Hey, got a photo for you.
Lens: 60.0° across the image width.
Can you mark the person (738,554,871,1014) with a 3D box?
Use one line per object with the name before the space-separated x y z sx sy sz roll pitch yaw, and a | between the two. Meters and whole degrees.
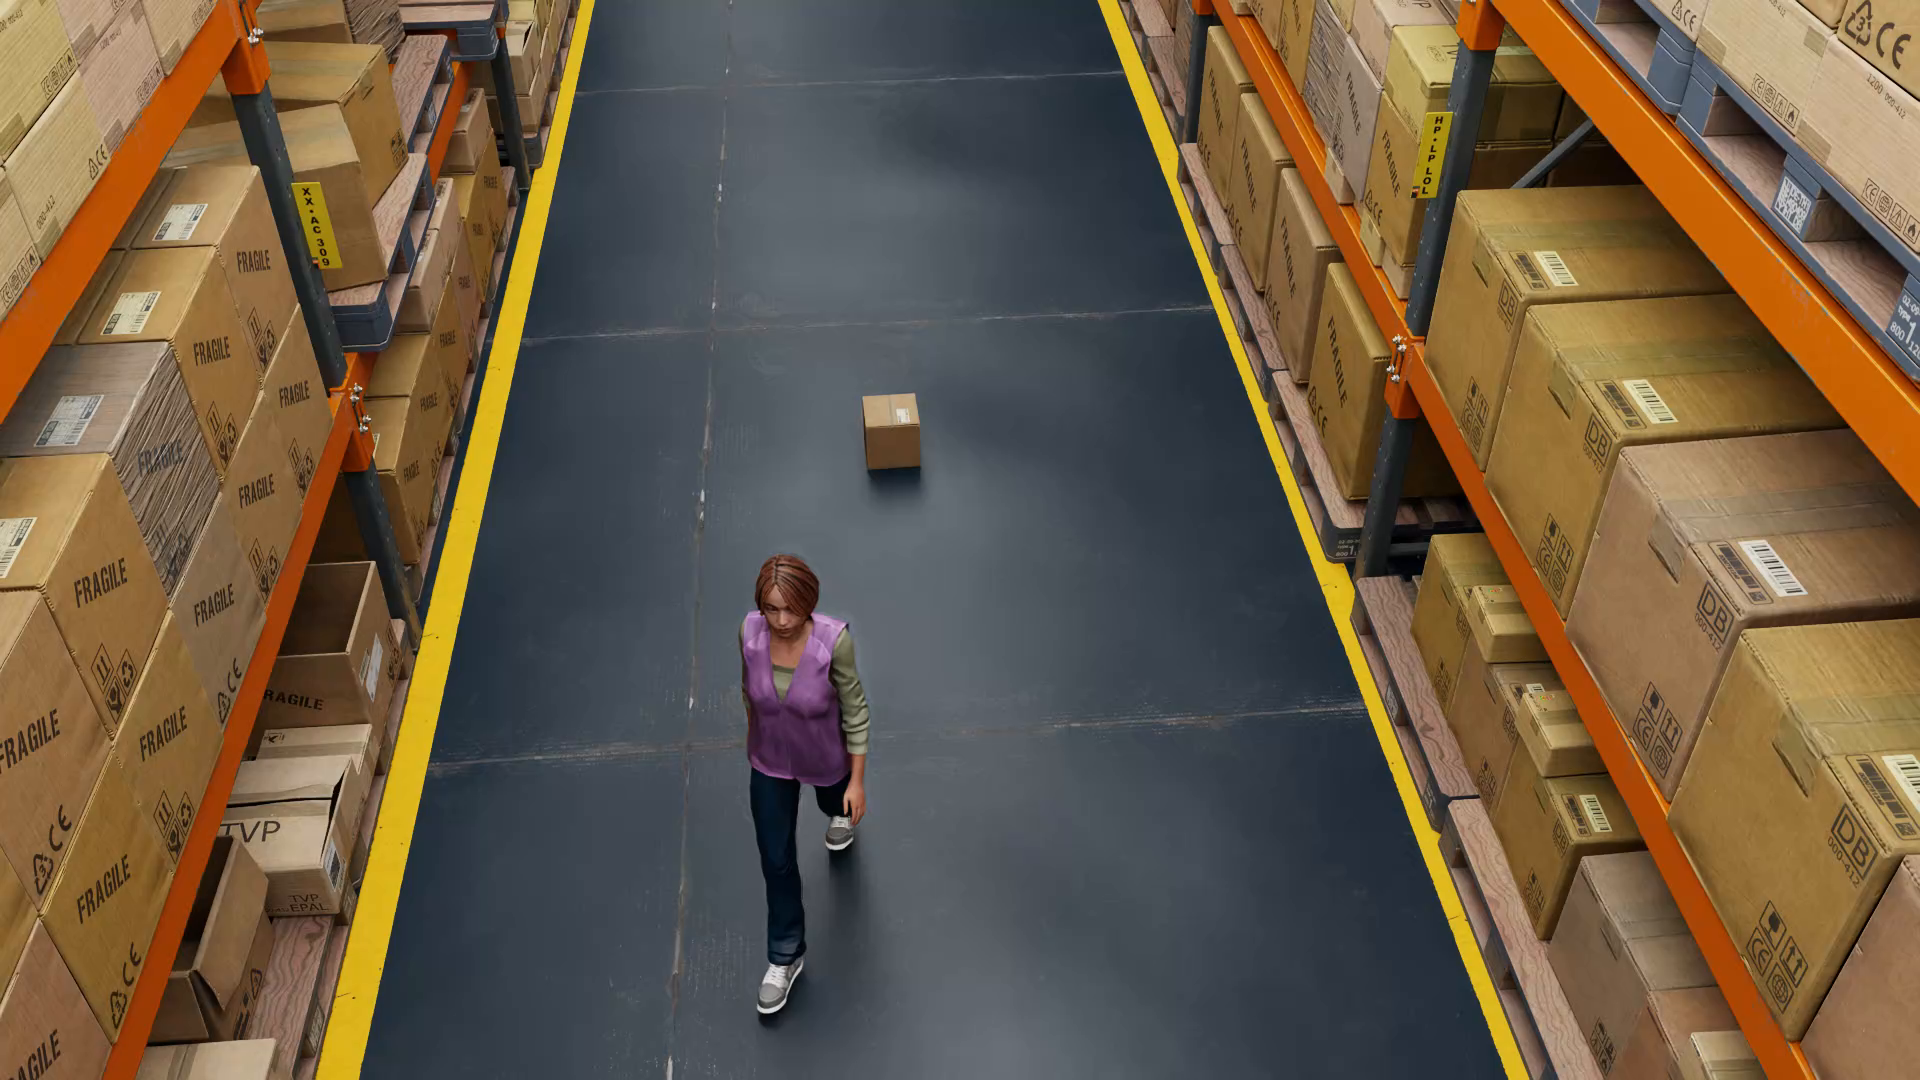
person | -0.492 0.689 5.322 0.436 1.542 0.942 4 40 4
